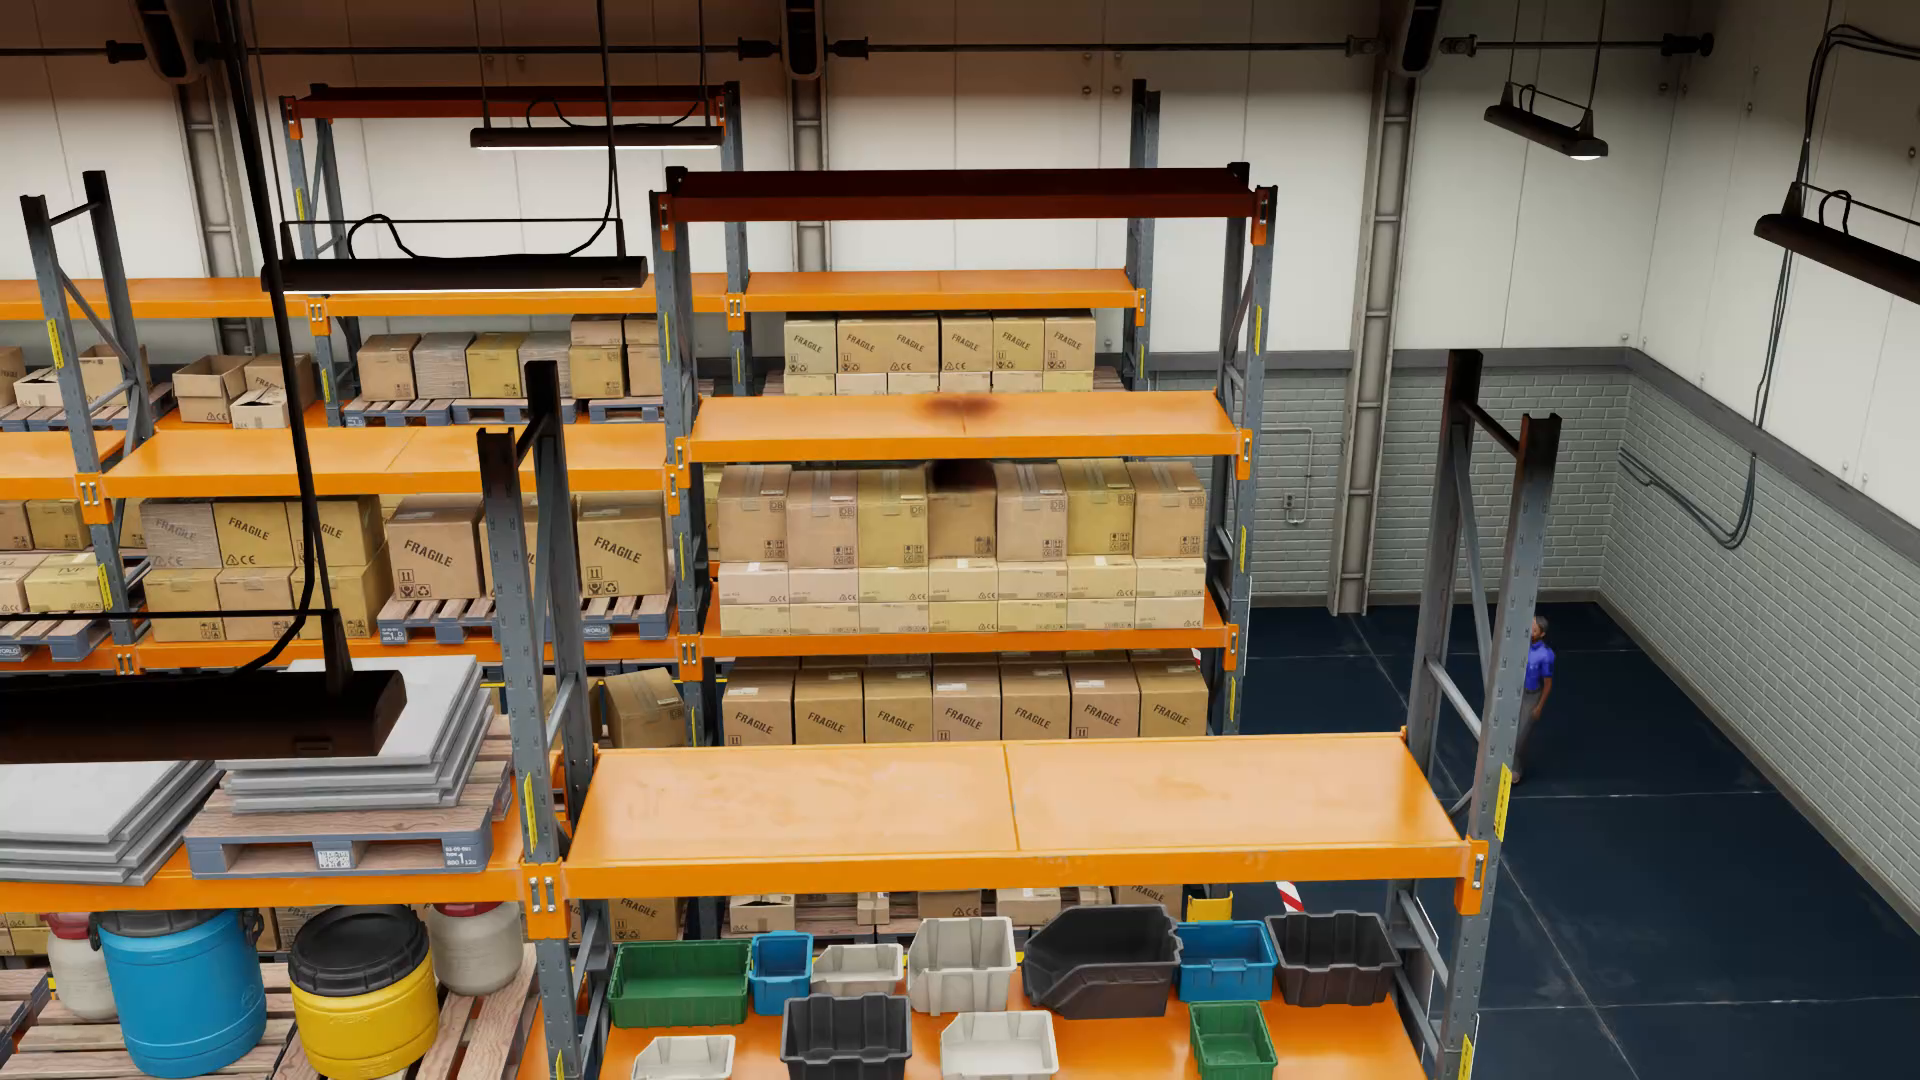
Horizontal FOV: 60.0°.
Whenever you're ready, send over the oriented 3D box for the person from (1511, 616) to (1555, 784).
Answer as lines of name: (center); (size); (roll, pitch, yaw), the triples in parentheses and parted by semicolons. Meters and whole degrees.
person: (5.247, 1.451, 15.393); (0.464, 1.626, 0.513); (15, 27, 33)
